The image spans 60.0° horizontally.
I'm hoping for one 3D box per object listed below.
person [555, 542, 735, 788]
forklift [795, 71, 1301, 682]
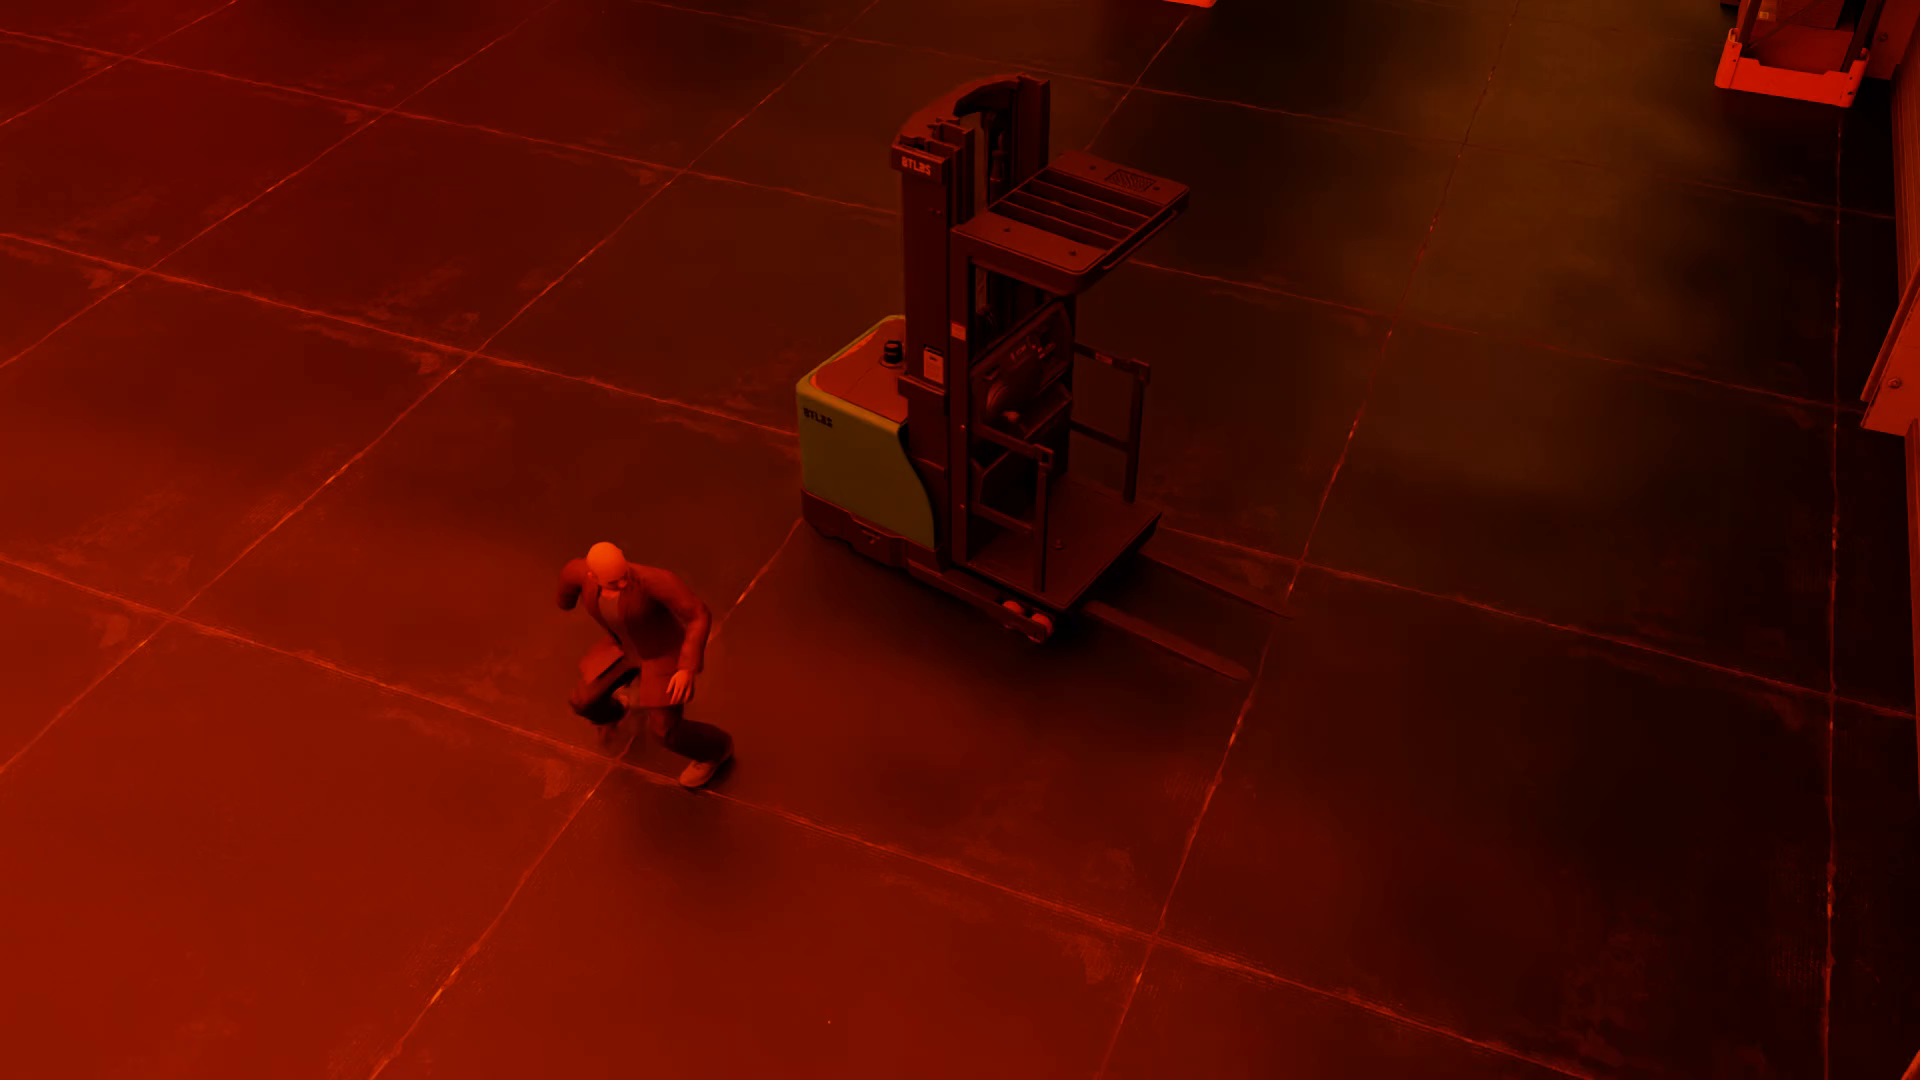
[{"bbox_3d":[-1.676,0.596,8.405,1.078,1.701,0.571,17,43,19],"label":"person"},{"bbox_3d":[0.514,-0.923,9.109,3.031,2.935,1.130,25,46,26],"label":"forklift"}]
